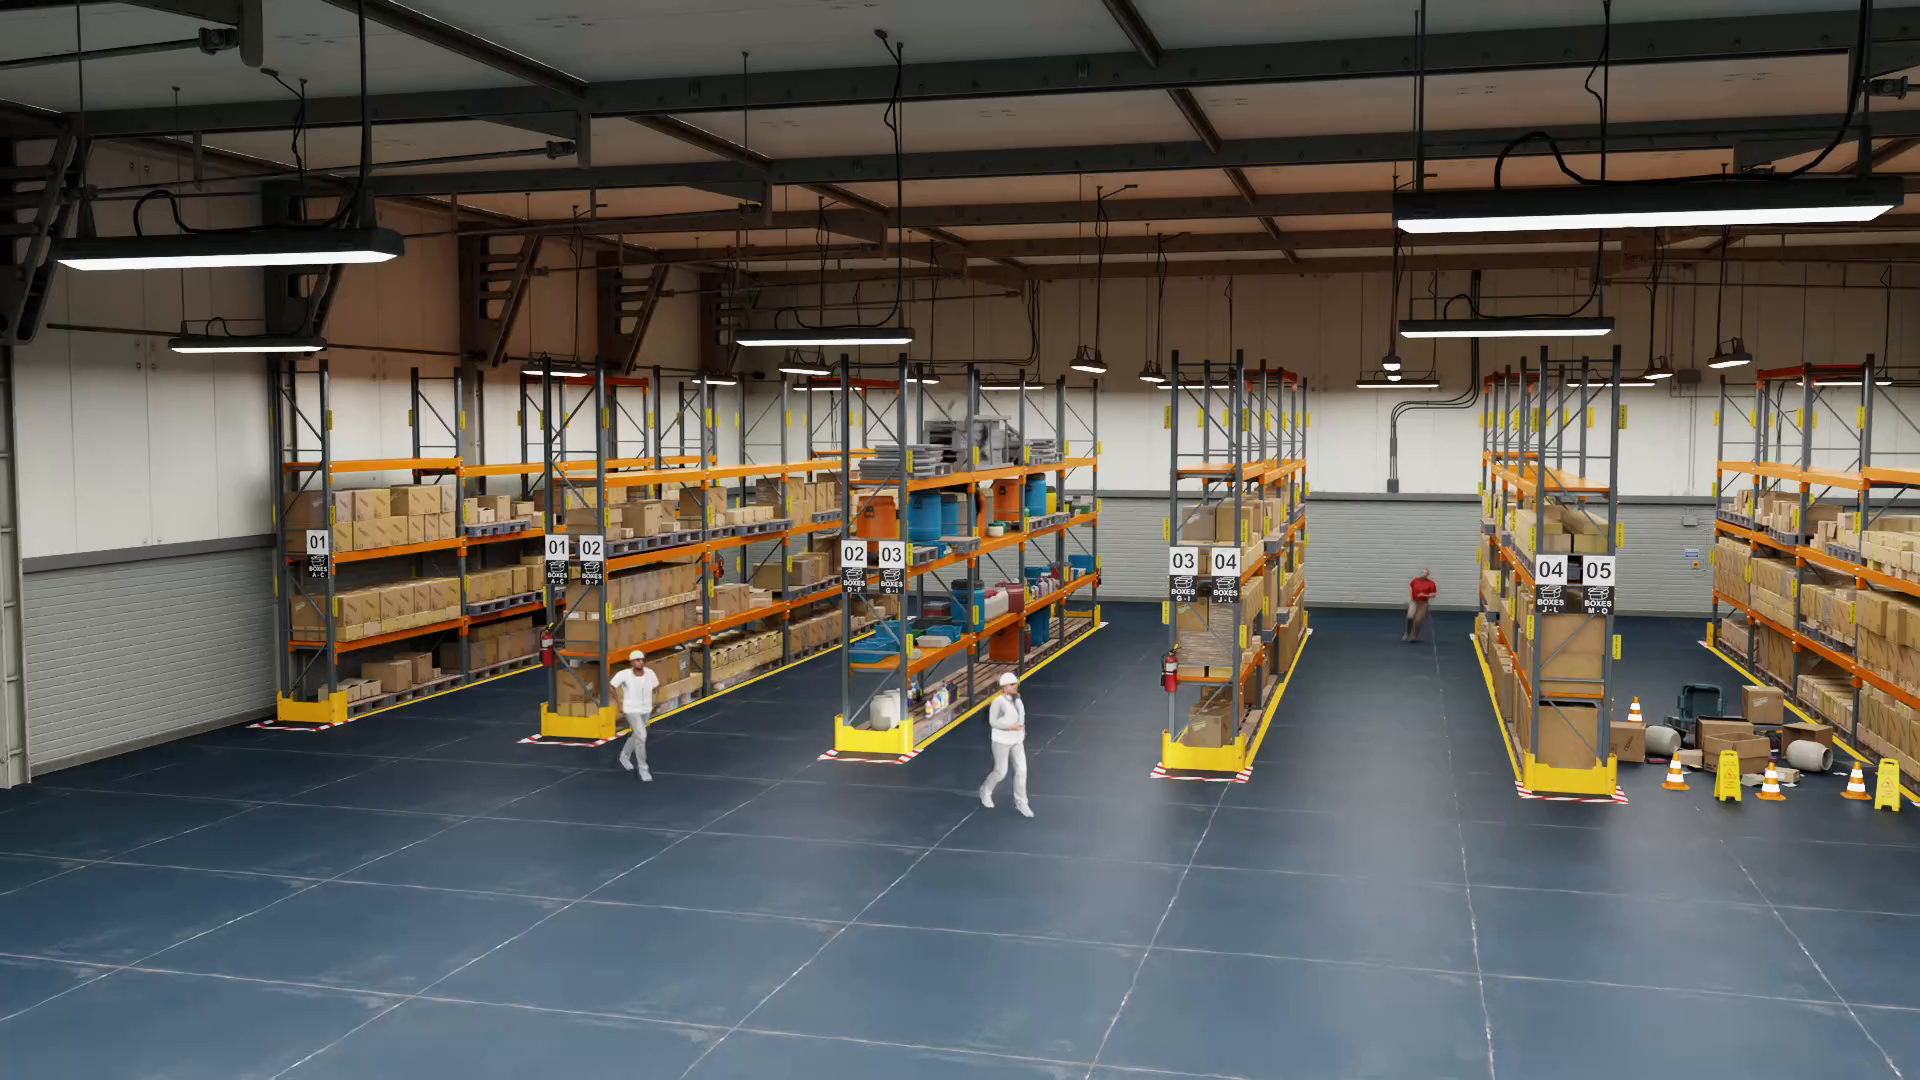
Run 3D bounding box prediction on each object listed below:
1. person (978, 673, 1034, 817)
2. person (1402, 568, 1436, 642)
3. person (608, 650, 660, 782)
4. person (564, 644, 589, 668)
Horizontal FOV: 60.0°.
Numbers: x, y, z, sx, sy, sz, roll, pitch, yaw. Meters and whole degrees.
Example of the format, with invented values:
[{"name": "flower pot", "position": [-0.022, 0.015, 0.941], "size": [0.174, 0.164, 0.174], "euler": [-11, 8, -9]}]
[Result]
[{"name": "person", "position": [0.598, 2.591, 21.212], "size": [0.672, 1.820, 0.830], "euler": [-4, 6, -43]}, {"name": "person", "position": [10.380, 1.466, 37.530], "size": [0.720, 1.662, 0.682], "euler": [2, 5, 25]}, {"name": "person", "position": [-4.524, 2.439, 23.399], "size": [0.865, 1.811, 0.671], "euler": [4, 6, 45]}, {"name": "person", "position": [-6.800, 1.966, 30.016], "size": [0.669, 1.760, 0.868], "euler": [1, 4, 15]}]
